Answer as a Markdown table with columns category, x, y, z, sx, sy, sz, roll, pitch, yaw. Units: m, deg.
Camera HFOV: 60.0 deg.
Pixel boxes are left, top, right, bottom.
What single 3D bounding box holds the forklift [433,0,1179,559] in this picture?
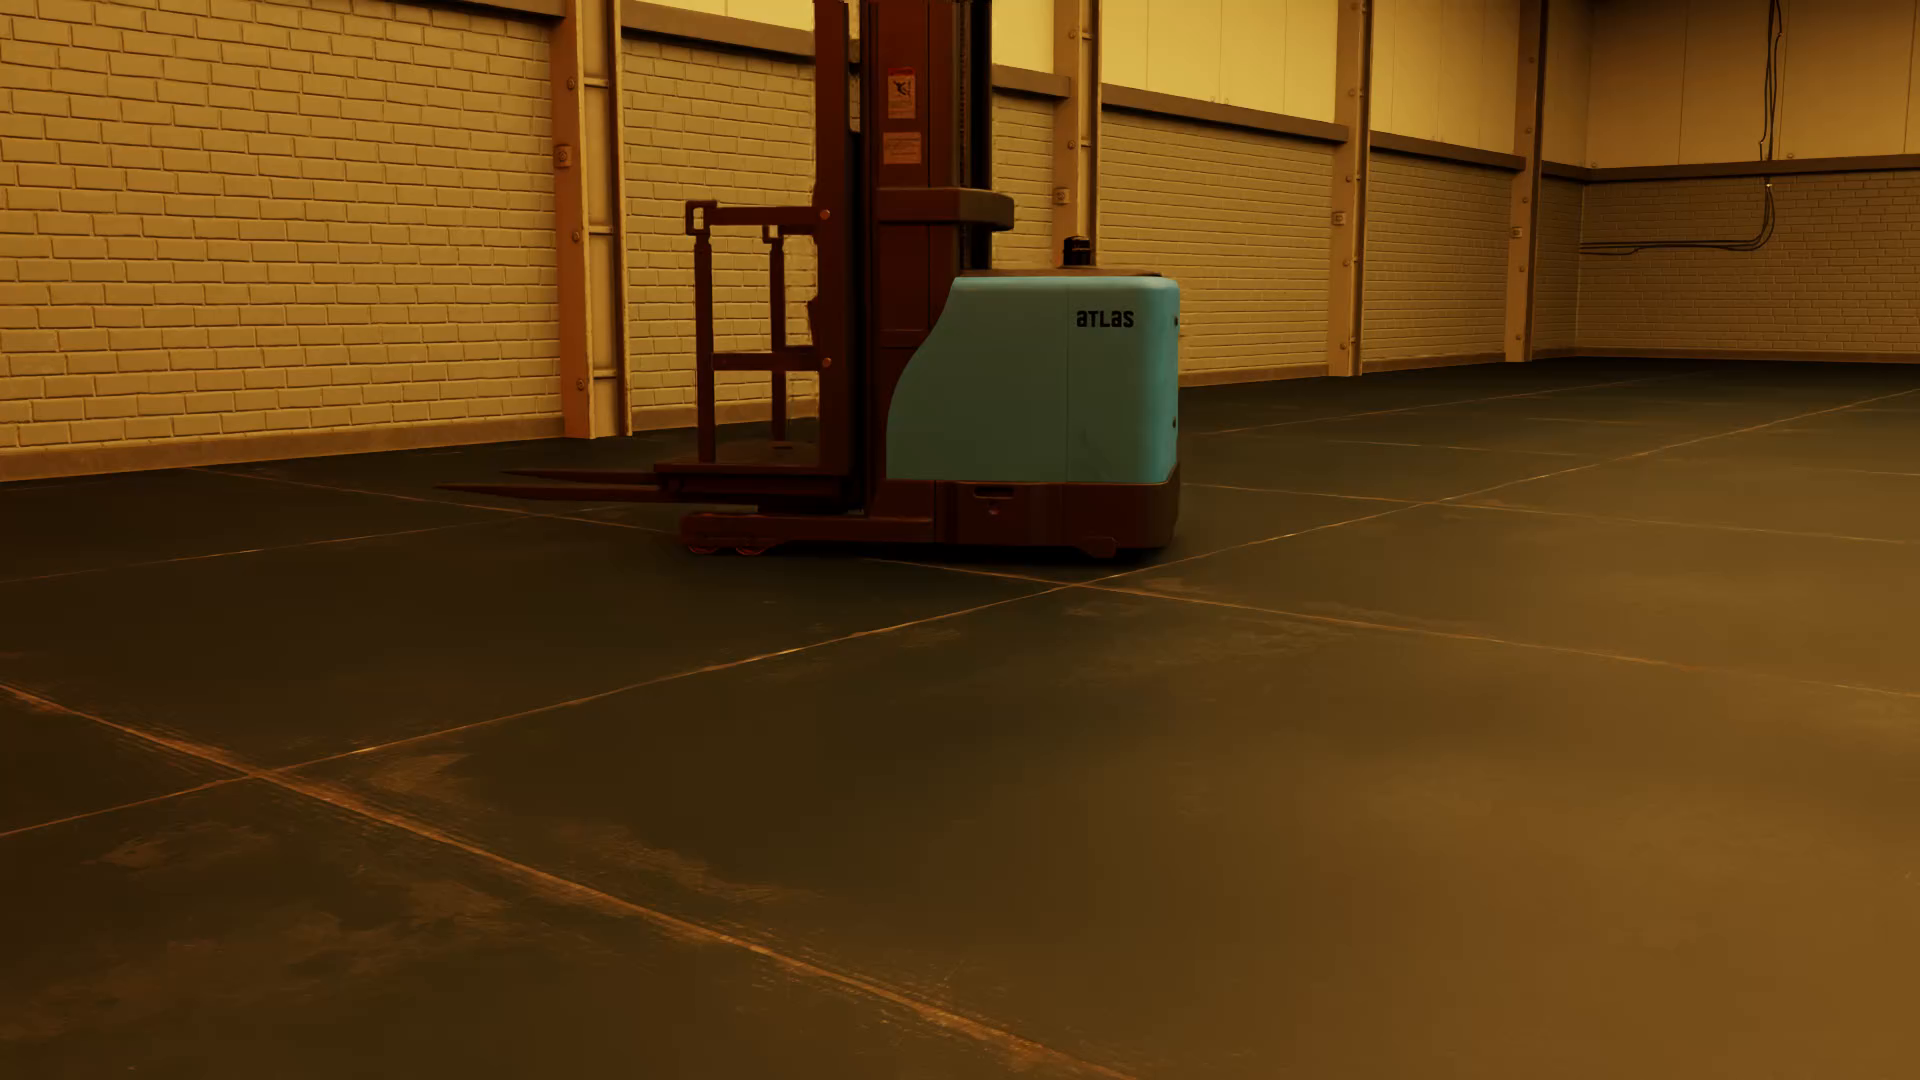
| category | x | y | z | sx | sy | sz | roll | pitch | yaw |
| --- | --- | --- | --- | --- | --- | --- | --- | --- | --- |
| forklift | -0.635 | -1.459 | 6.756 | 3.031 | 2.935 | 1.130 | 2 | 8 | 10 |
